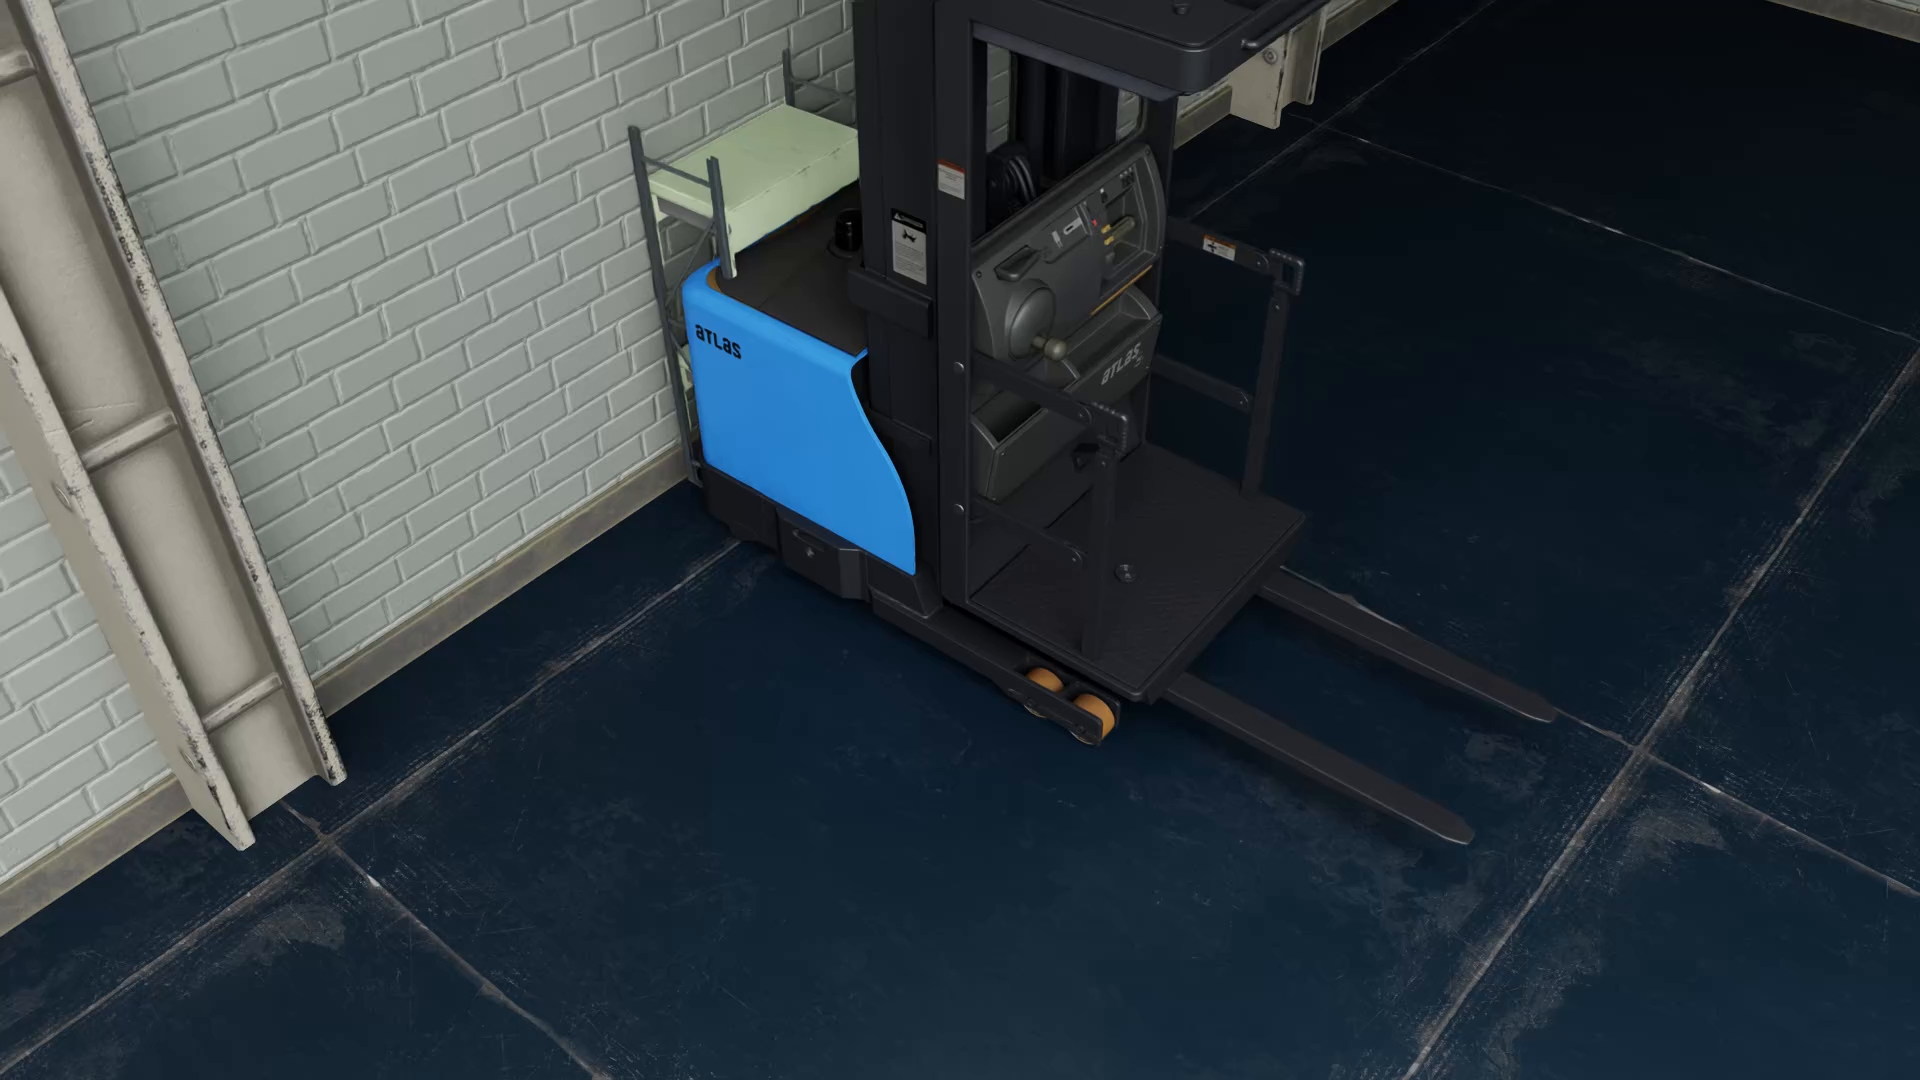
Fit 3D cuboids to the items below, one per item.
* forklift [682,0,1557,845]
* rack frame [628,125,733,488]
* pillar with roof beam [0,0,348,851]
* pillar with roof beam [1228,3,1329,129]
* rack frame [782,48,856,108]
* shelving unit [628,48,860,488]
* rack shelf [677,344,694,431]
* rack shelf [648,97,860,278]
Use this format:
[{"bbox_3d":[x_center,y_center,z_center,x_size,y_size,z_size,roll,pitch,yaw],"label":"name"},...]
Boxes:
[{"bbox_3d":[0.511,-0.817,4.970,3.031,2.935,1.130,28,49,27],"label":"forklift"},{"bbox_3d":[-0.917,-0.726,5.906,0.400,1.500,0.023,26,48,29],"label":"rack frame"},{"bbox_3d":[1.063,-0.662,0.290,9.100,9.000,0.400,29,50,28],"label":"pillar with roof beam"},{"bbox_3d":[4.925,-3.752,3.687,9.100,9.000,0.400,29,50,28],"label":"pillar with roof beam"},{"bbox_3d":[-0.463,-1.111,6.332,0.400,1.500,0.023,26,48,29],"label":"rack frame"},{"bbox_3d":[-0.690,-0.919,6.119,0.431,1.500,0.755,26,48,29],"label":"shelving unit"},{"bbox_3d":[-0.681,-0.672,6.332,0.431,0.370,0.720,26,48,29],"label":"rack shelf"},{"bbox_3d":[-0.701,-1.214,5.864,0.431,0.370,0.720,26,48,29],"label":"rack shelf"}]
